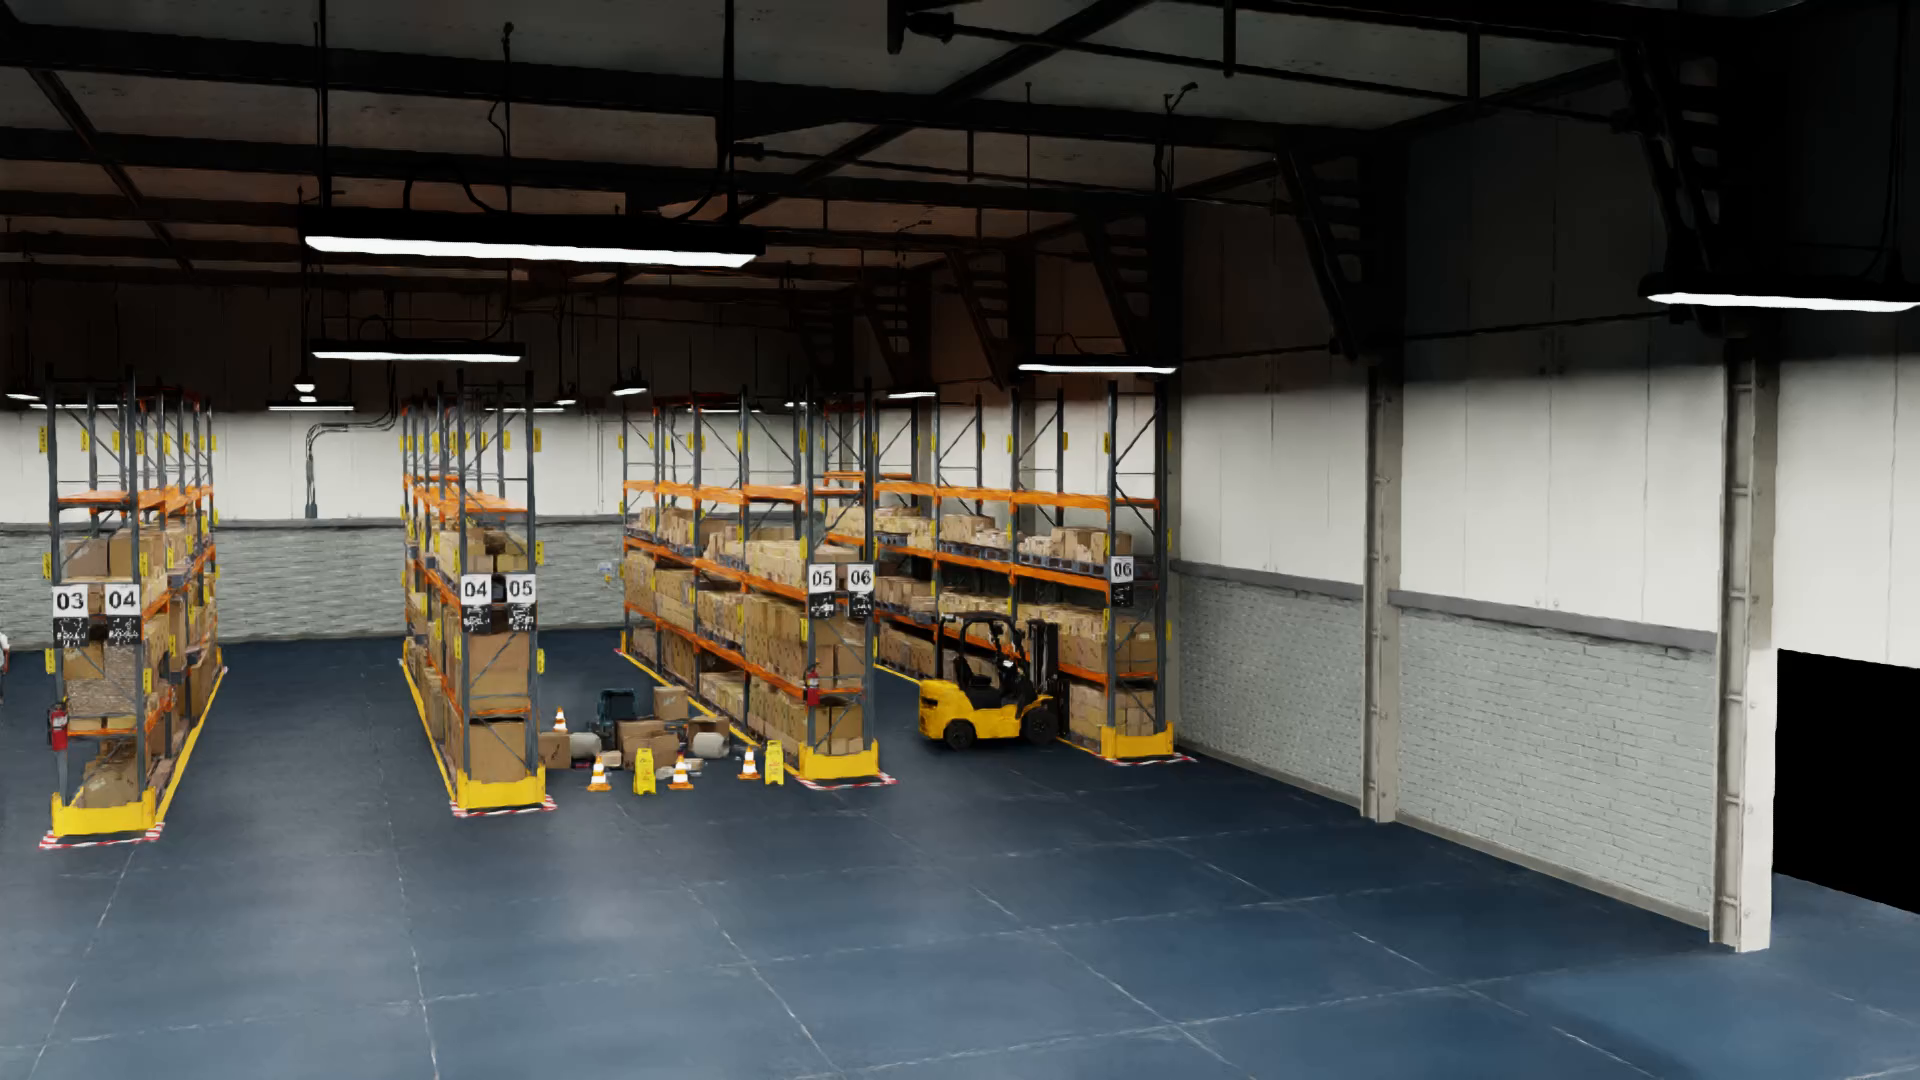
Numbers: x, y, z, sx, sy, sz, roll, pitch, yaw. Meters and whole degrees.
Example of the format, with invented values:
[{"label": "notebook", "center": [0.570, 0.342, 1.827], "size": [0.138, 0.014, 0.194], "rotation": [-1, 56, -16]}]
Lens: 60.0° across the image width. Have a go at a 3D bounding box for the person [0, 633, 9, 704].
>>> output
[{"label": "person", "center": [-18.159, 2.323, 31.195], "size": [0.584, 1.716, 1.042], "rotation": [-1, 4, -22]}]
